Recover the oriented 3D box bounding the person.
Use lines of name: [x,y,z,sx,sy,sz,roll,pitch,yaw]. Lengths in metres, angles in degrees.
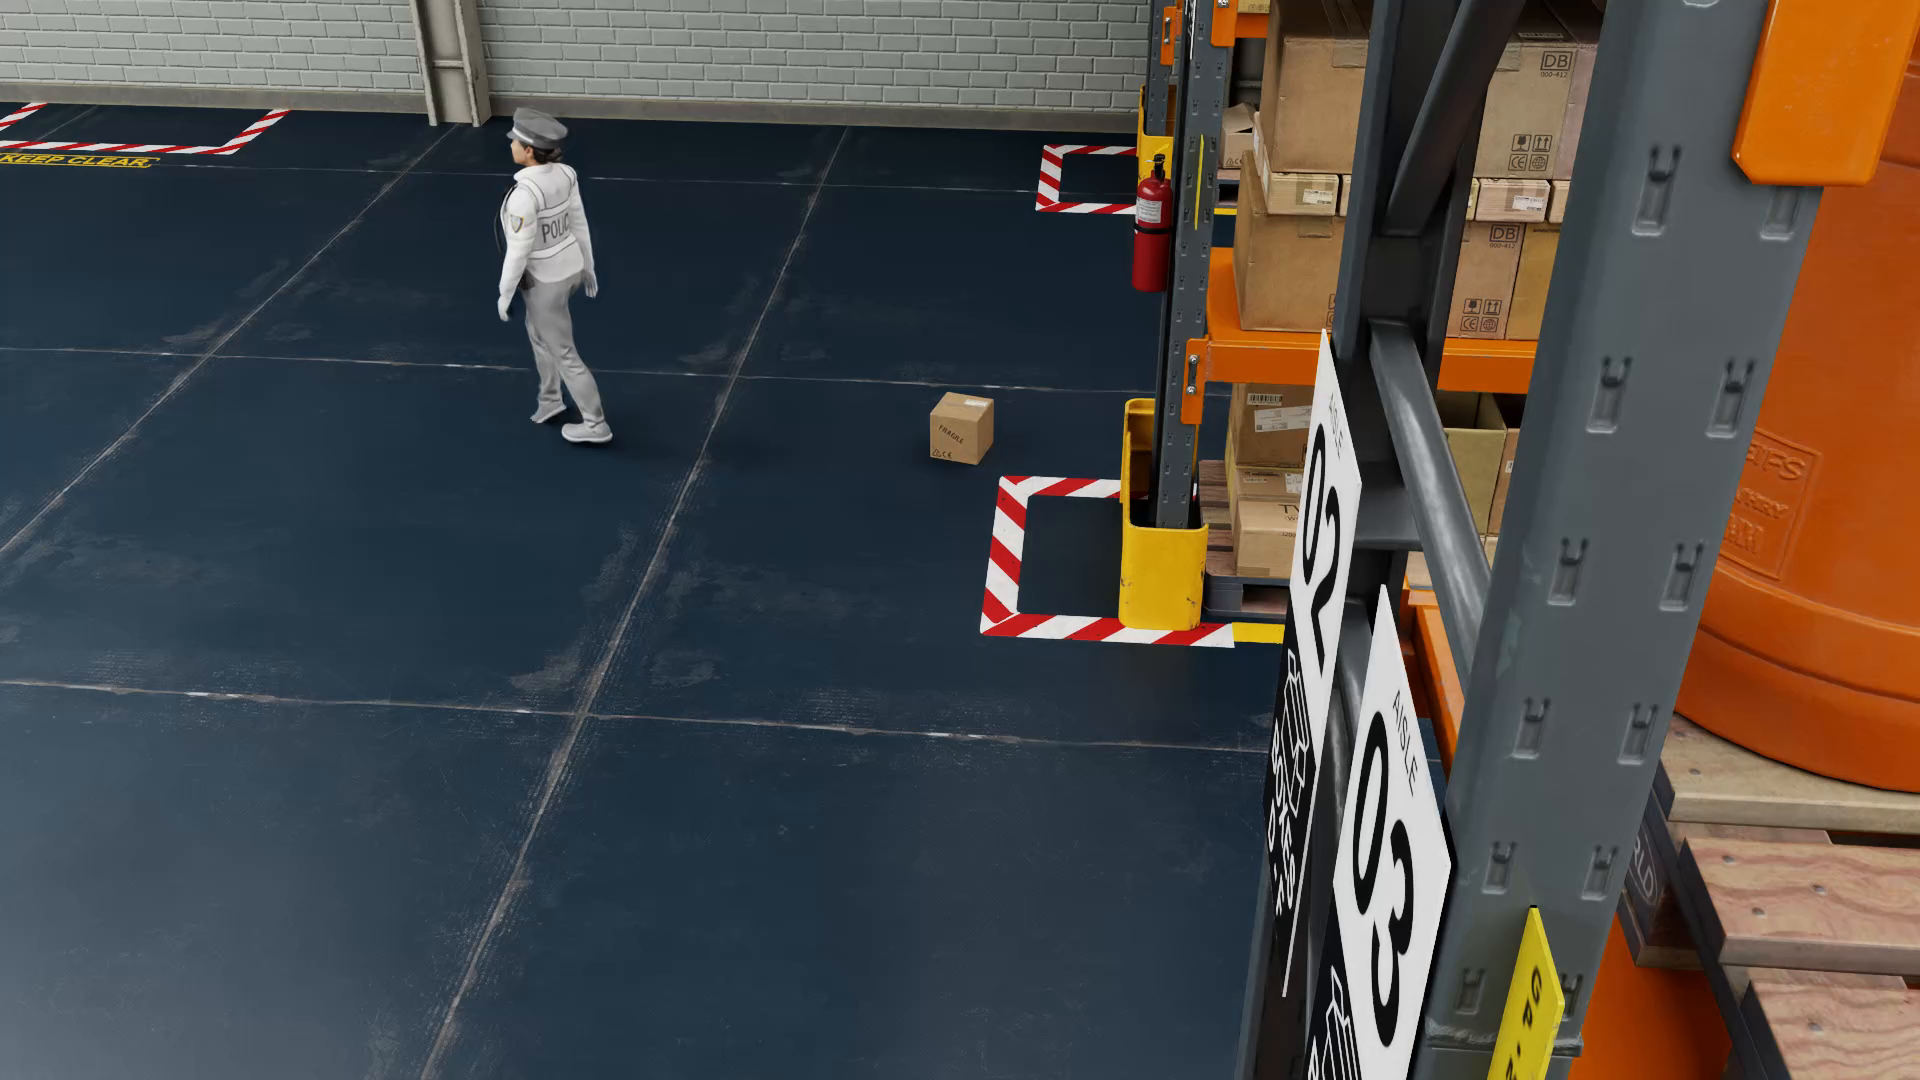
person: [-2.026,-1.233,8.100,0.588,1.748,0.523,10,33,15]
